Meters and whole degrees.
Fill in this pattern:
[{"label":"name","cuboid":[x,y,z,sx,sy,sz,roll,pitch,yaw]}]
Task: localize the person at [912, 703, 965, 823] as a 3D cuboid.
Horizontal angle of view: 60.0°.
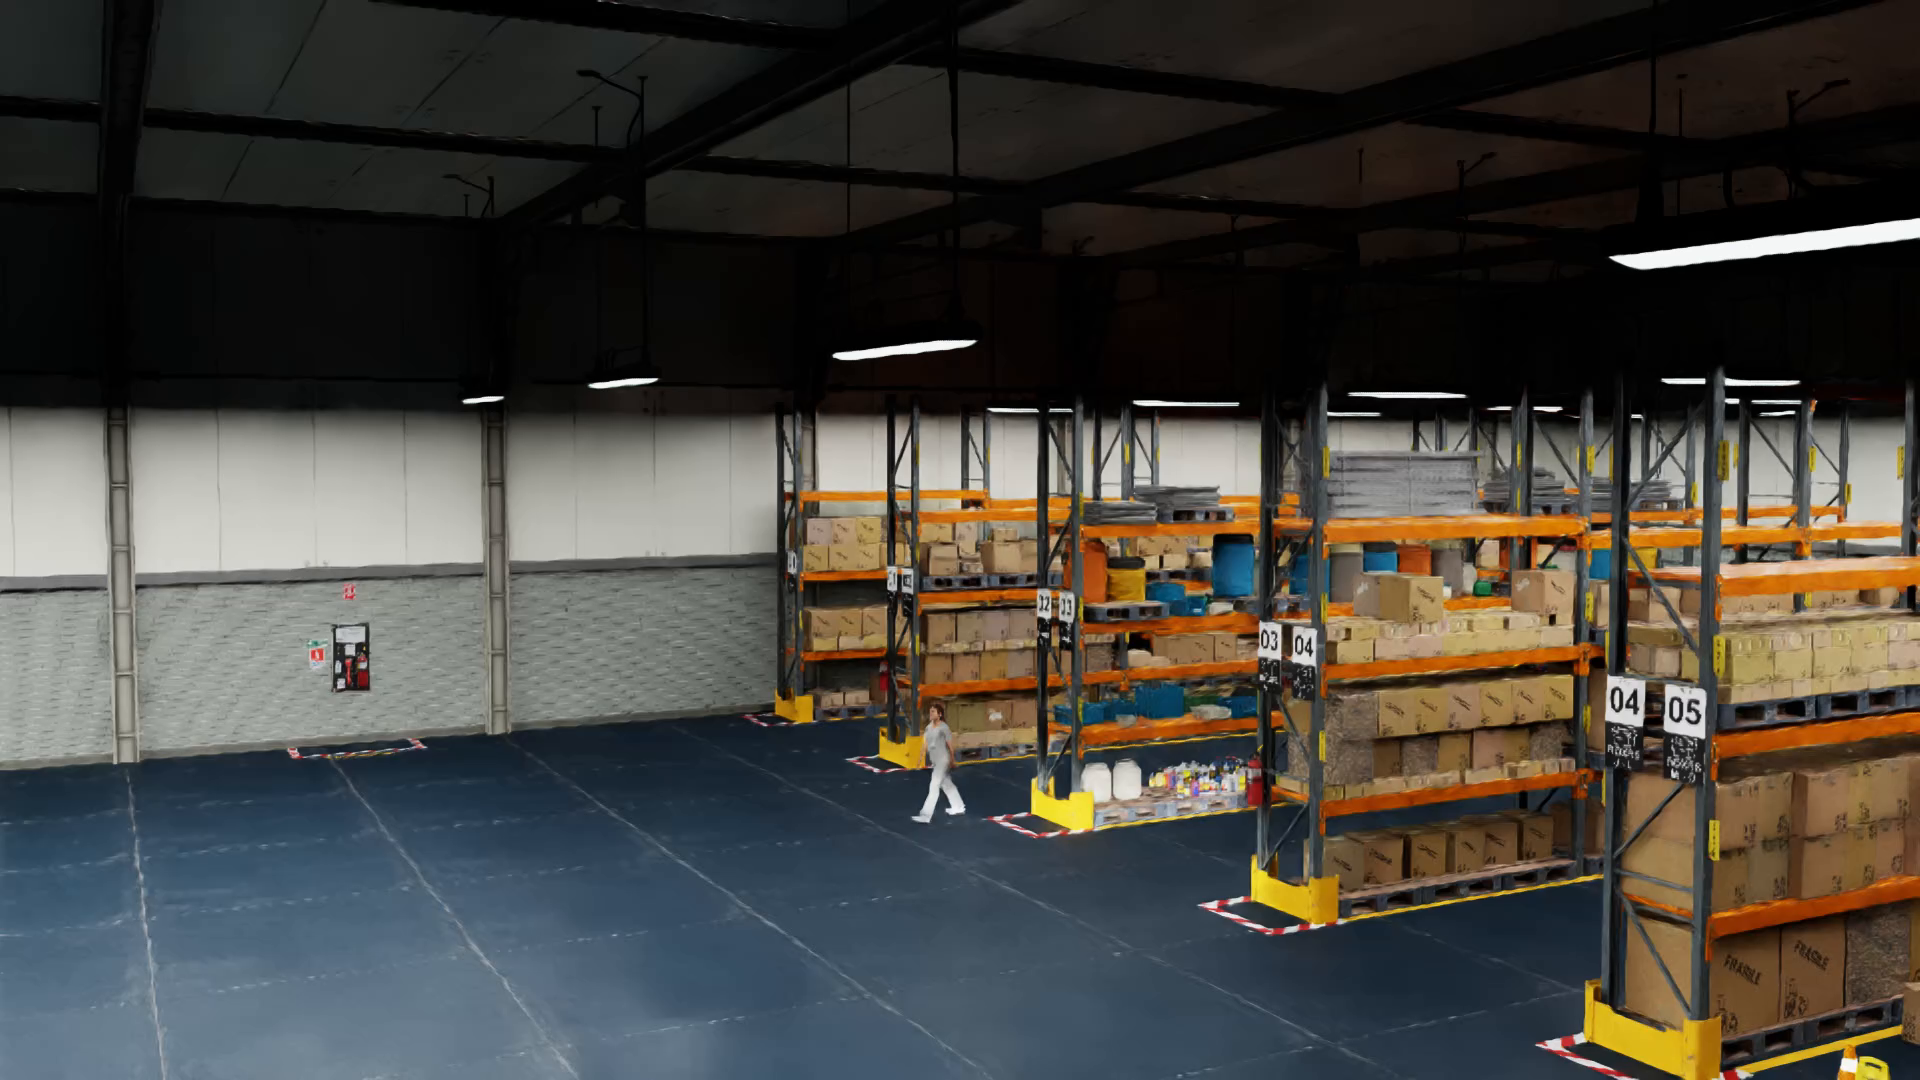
[{"label":"person","cuboid":[-0.319,3.047,22.969,1.018,1.604,0.444,-2,4,-36]}]
